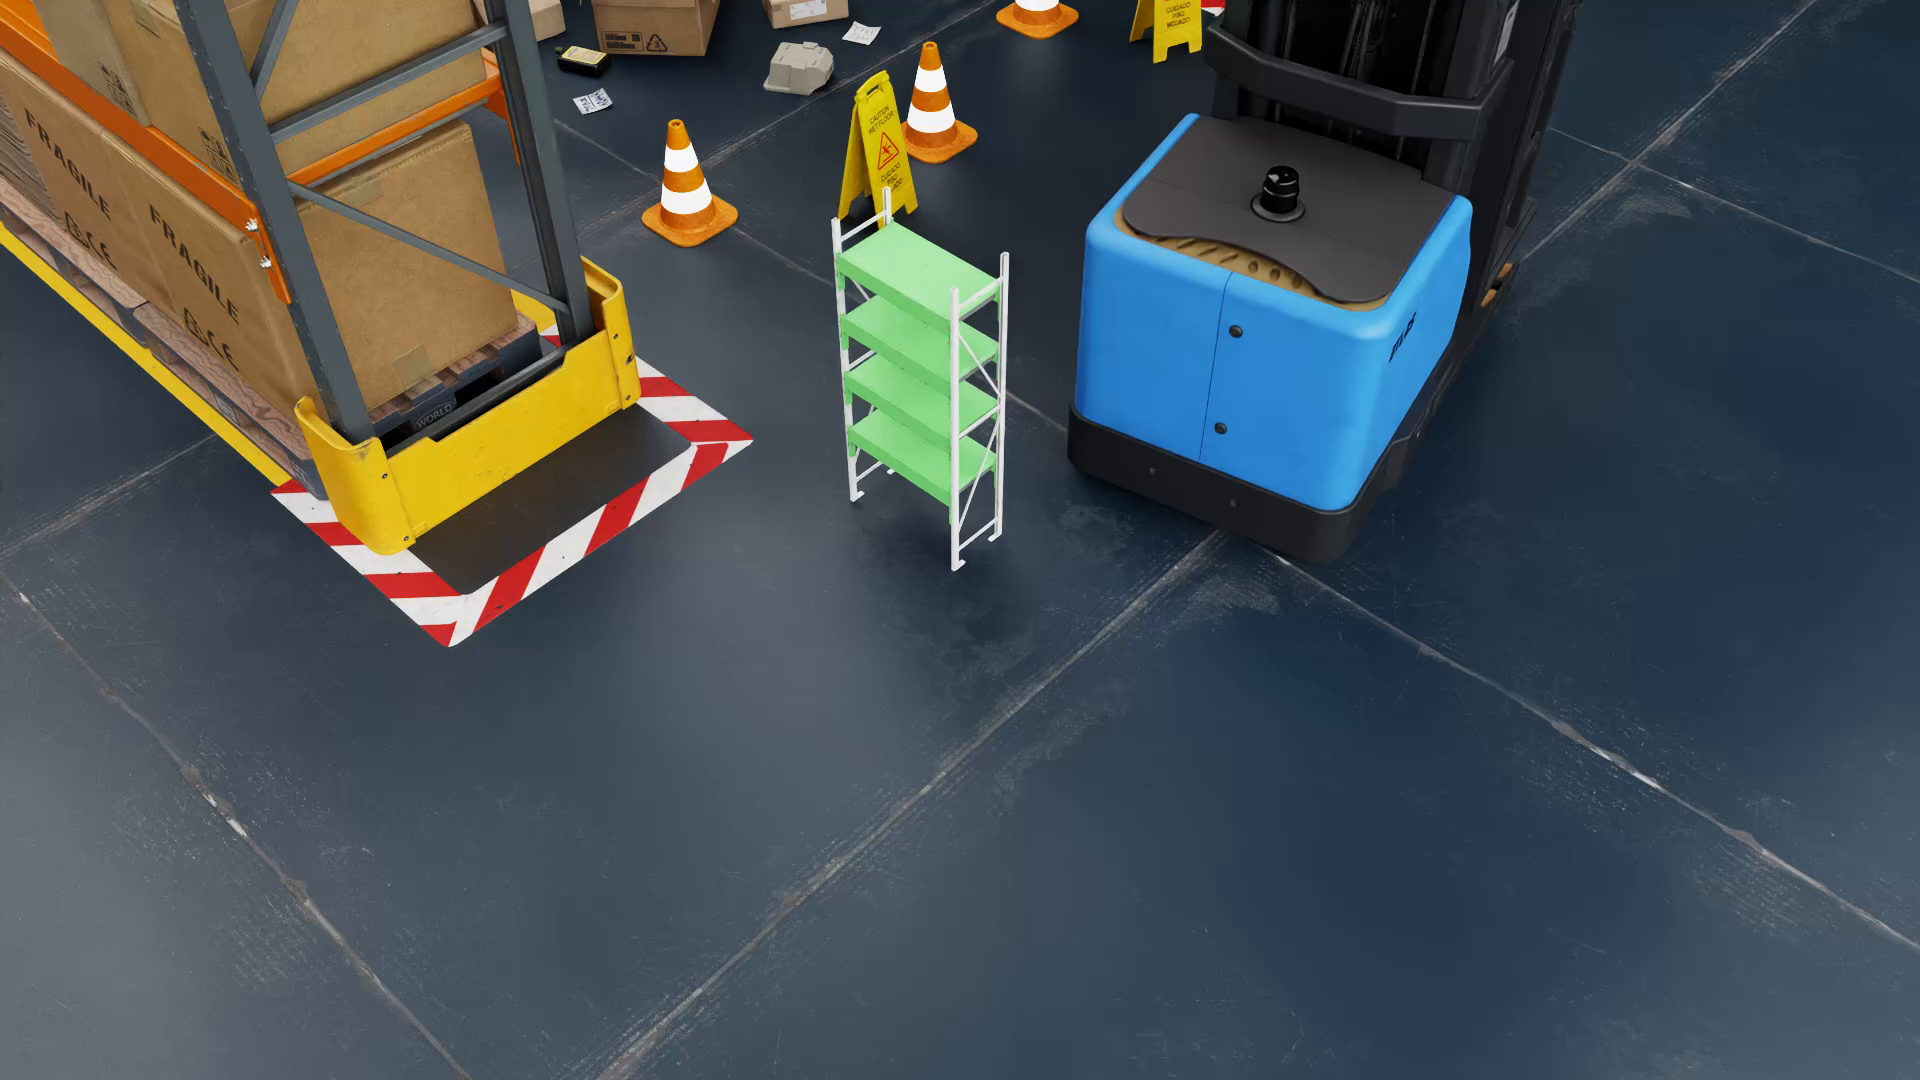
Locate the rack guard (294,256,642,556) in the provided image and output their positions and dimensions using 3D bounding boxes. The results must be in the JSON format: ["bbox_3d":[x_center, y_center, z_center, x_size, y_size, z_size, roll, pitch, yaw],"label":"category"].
[{"bbox_3d":[-1.695,-0.496,5.873,0.348,0.500,1.175,34,55,28],"label":"rack guard"}]

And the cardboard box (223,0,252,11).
[{"bbox_3d":[-1.959,-1.989,4.716,0.550,0.550,0.875,34,55,28],"label":"cardboard box"}]

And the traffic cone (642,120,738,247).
[{"bbox_3d":[-1.140,-1.518,6.858,0.334,0.463,0.336,34,55,28],"label":"traffic cone"}]

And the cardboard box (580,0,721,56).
[{"bbox_3d":[-1.438,-2.723,7.962,0.637,0.503,0.797,2,47,2],"label":"cardboard box"}]

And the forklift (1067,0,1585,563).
[{"bbox_3d":[1.565,-1.990,5.608,1.130,2.935,3.031,23,51,20],"label":"forklift"}]

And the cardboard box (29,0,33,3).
[{"bbox_3d":[-2.762,-2.178,5.635,0.550,0.550,0.875,34,55,28],"label":"cardboard box"}]

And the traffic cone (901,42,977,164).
[{"bbox_3d":[-0.124,-1.956,7.269,0.334,0.463,0.336,34,55,28],"label":"traffic cone"}]

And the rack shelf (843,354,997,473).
[{"bbox_3d":[-0.122,-0.449,5.436,0.480,0.148,0.258,34,55,28],"label":"rack shelf"}]

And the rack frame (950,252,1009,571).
[{"bbox_3d":[0.058,-0.372,5.276,0.015,1.200,0.240,34,55,28],"label":"rack frame"}]

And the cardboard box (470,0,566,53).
[{"bbox_3d":[-2.140,-2.542,7.955,0.396,0.266,0.258,-29,53,-25],"label":"cardboard box"}]

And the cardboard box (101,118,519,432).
[{"bbox_3d":[-2.256,-1.080,5.876,0.875,0.875,0.875,34,56,28],"label":"cardboard box"}]

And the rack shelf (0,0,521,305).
[{"bbox_3d":[-3.183,-2.106,6.163,4.000,0.370,1.077,34,55,28],"label":"rack shelf"}]

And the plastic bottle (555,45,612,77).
[{"bbox_3d":[-1.798,-2.262,7.832,0.283,0.061,0.133,17,49,15],"label":"plastic bottle"}]

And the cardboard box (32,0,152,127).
[{"bbox_3d":[-2.435,-1.834,5.312,0.550,0.550,0.875,34,55,28],"label":"cardboard box"}]

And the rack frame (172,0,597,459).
[{"bbox_3d":[-1.713,-1.364,4.973,0.127,3.000,1.000,34,55,28],"label":"rack frame"}]

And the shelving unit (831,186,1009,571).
[{"bbox_3d":[-0.122,-0.493,5.389,0.503,1.200,0.258,34,55,28],"label":"shelving unit"}]

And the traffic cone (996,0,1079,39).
[{"bbox_3d":[0.379,-2.718,7.985,0.334,0.463,0.336,34,55,28],"label":"traffic cone"}]

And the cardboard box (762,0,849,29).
[{"bbox_3d":[-0.763,-2.655,8.141,0.380,0.149,0.250,-13,48,-12],"label":"cardboard box"}]

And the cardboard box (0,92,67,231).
[{"bbox_3d":[-3.573,-1.966,6.707,0.875,0.875,0.875,34,56,28],"label":"cardboard box"}]

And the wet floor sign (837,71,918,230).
[{"bbox_3d":[-0.349,-1.604,6.813,0.232,0.644,0.267,25,52,22],"label":"wet floor sign"}]

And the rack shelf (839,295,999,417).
[{"bbox_3d":[-0.122,-0.613,5.261,0.480,0.148,0.258,34,55,28],"label":"rack shelf"}]

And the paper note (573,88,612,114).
[{"bbox_3d":[-1.683,-2.011,7.618,0.144,0.017,0.142,-21,50,-18],"label":"paper note"}]

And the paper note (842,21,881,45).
[{"bbox_3d":[-0.475,-2.450,8.029,0.142,0.019,0.148,17,49,15],"label":"paper note"}]

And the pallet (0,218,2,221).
[{"bbox_3d":[-4.147,-1.969,7.454,1.213,0.211,1.003,34,55,28],"label":"pallet"}]

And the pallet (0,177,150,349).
[{"bbox_3d":[-3.246,-1.366,6.888,1.213,0.211,1.003,34,55,28],"label":"pallet"}]

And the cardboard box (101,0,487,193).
[{"bbox_3d":[-2.016,-1.574,5.067,0.550,0.550,0.875,34,55,28],"label":"cardboard box"}]

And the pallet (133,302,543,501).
[{"bbox_3d":[-2.354,-0.762,6.321,1.213,0.211,1.003,34,55,28],"label":"pallet"}]

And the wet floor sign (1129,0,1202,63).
[{"bbox_3d":[0.984,-2.592,7.741,0.267,0.644,0.232,-21,50,-18],"label":"wet floor sign"}]

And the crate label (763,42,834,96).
[{"bbox_3d":[-0.744,-2.200,7.721,0.298,0.136,0.250,9,48,9],"label":"crate label"}]

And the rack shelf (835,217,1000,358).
[{"bbox_3d":[-0.122,-0.777,5.086,0.480,0.148,0.258,34,55,28],"label":"rack shelf"}]

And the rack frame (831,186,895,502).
[{"bbox_3d":[-0.301,-0.613,5.503,0.015,1.200,0.240,34,55,28],"label":"rack frame"}]

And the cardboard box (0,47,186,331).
[{"bbox_3d":[-2.904,-1.514,6.283,0.875,0.875,0.875,33,55,27],"label":"cardboard box"}]

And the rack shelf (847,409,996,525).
[{"bbox_3d":[-0.122,-0.285,5.611,0.480,0.148,0.258,34,55,28],"label":"rack shelf"}]
